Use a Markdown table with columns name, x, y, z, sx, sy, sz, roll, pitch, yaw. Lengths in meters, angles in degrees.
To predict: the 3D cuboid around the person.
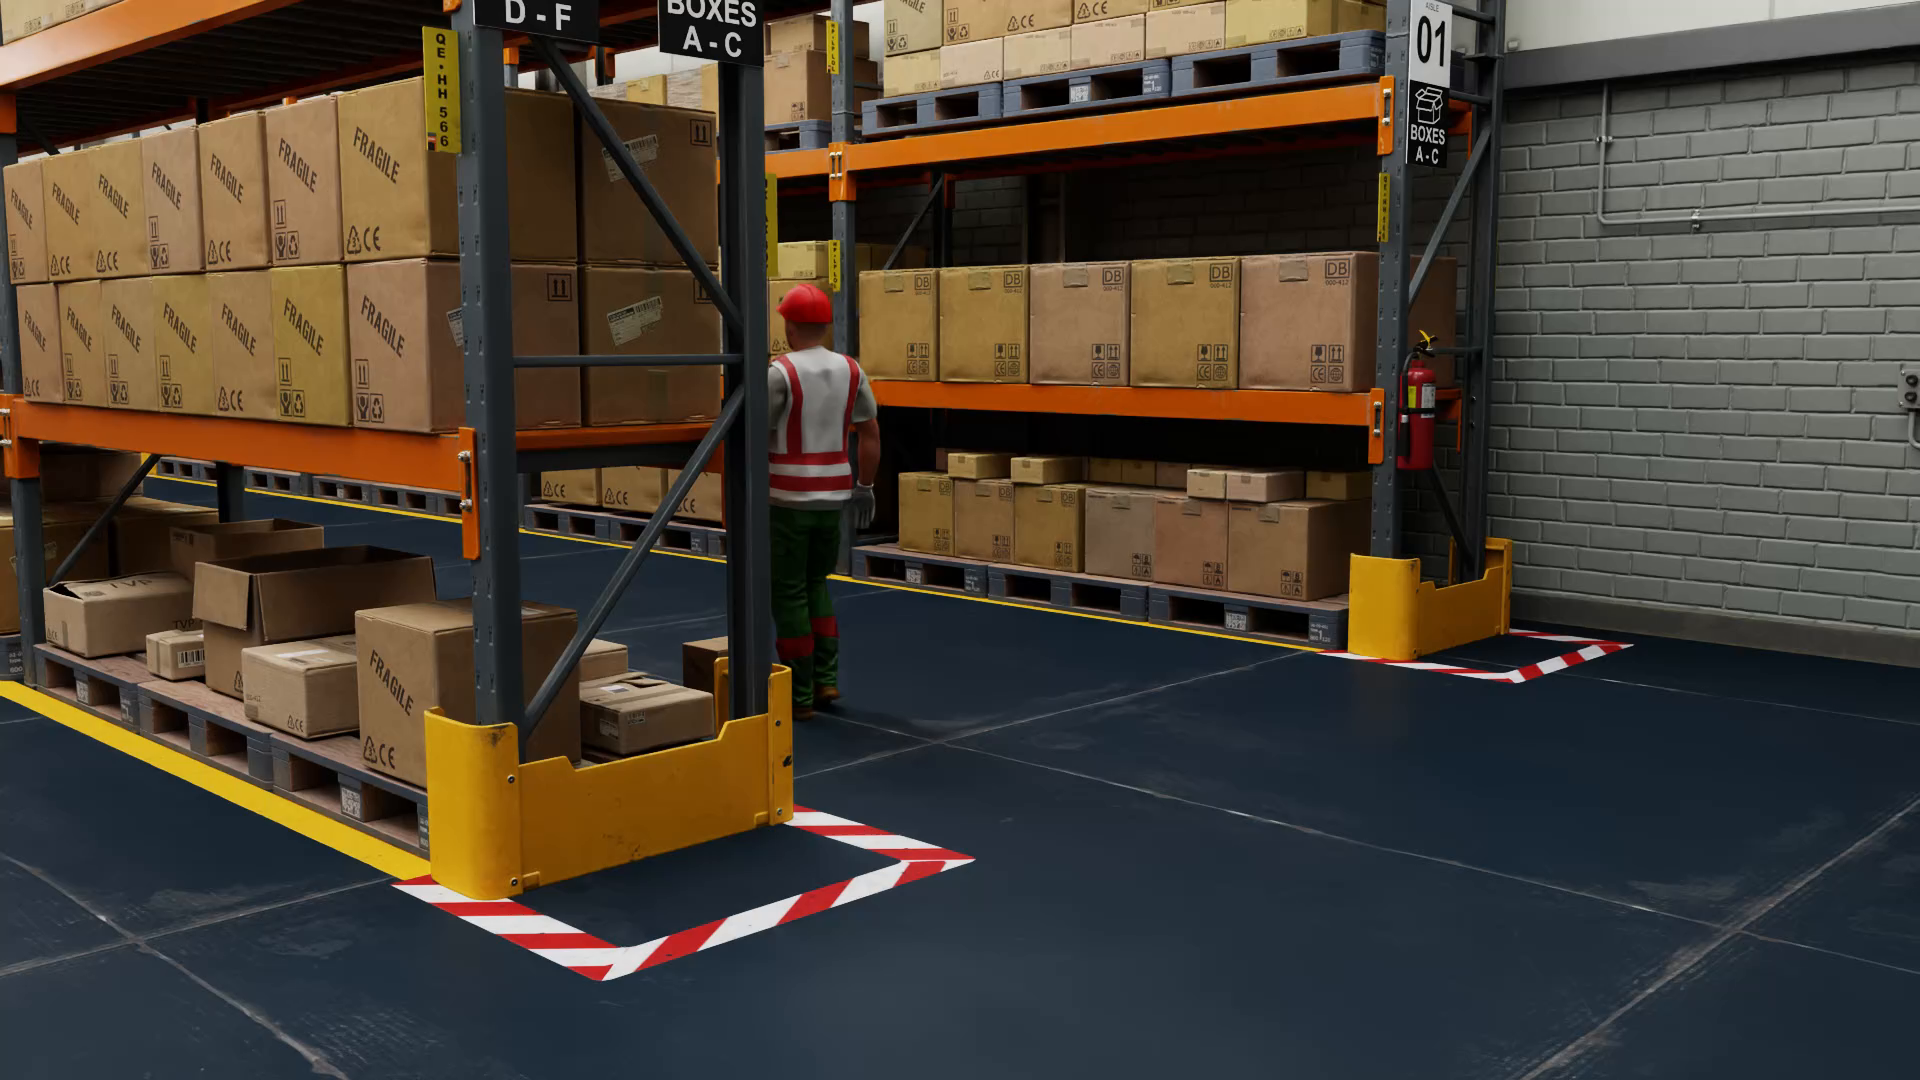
| name | x | y | z | sx | sy | sz | roll | pitch | yaw |
| --- | --- | --- | --- | --- | --- | --- | --- | --- | --- |
| person | -0.655 | -0.129 | 6.919 | 0.635 | 1.852 | 0.462 | -6 | 9 | -43 |
